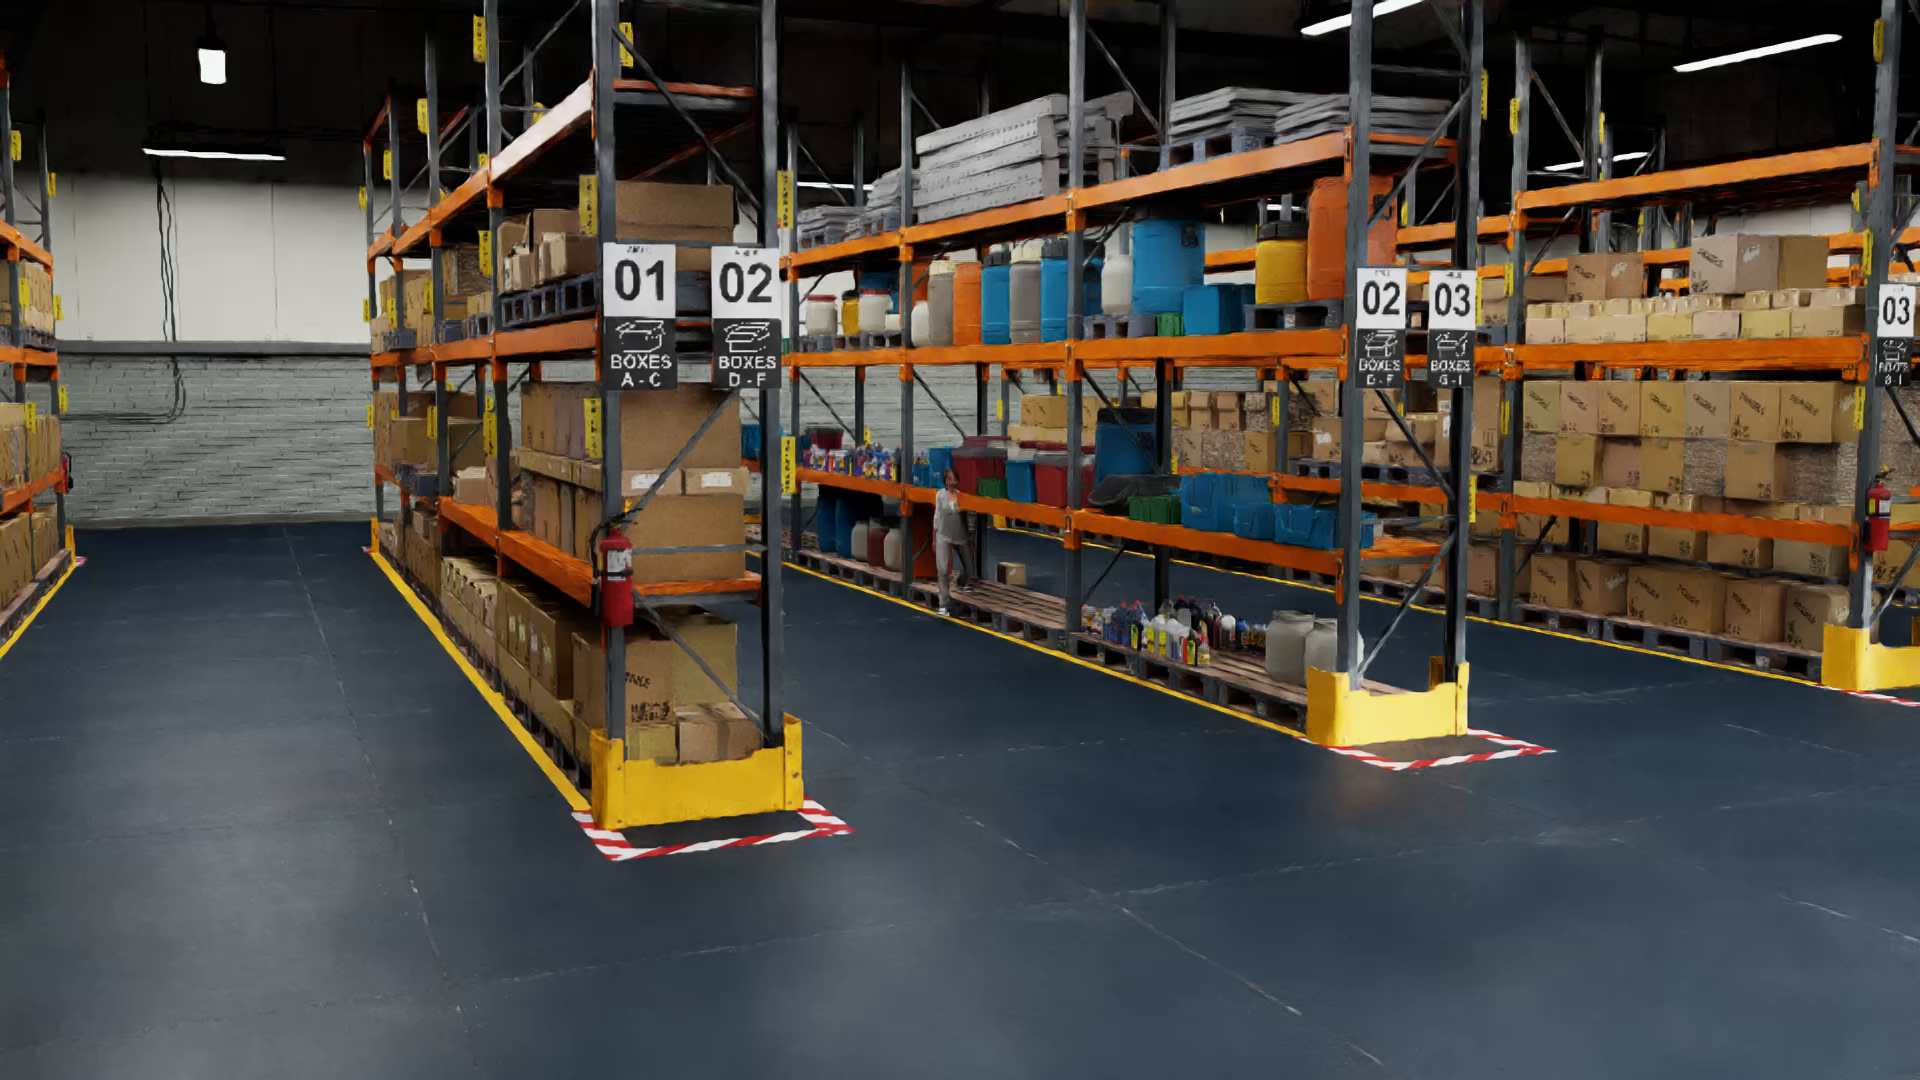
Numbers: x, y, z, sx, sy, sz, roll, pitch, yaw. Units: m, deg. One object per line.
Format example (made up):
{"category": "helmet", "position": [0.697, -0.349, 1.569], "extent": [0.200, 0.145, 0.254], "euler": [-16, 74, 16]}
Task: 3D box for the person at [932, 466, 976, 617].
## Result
{"category": "person", "position": [-0.065, 0.002, 17.353], "extent": [0.457, 1.532, 0.879], "euler": [0, 6, -2]}
